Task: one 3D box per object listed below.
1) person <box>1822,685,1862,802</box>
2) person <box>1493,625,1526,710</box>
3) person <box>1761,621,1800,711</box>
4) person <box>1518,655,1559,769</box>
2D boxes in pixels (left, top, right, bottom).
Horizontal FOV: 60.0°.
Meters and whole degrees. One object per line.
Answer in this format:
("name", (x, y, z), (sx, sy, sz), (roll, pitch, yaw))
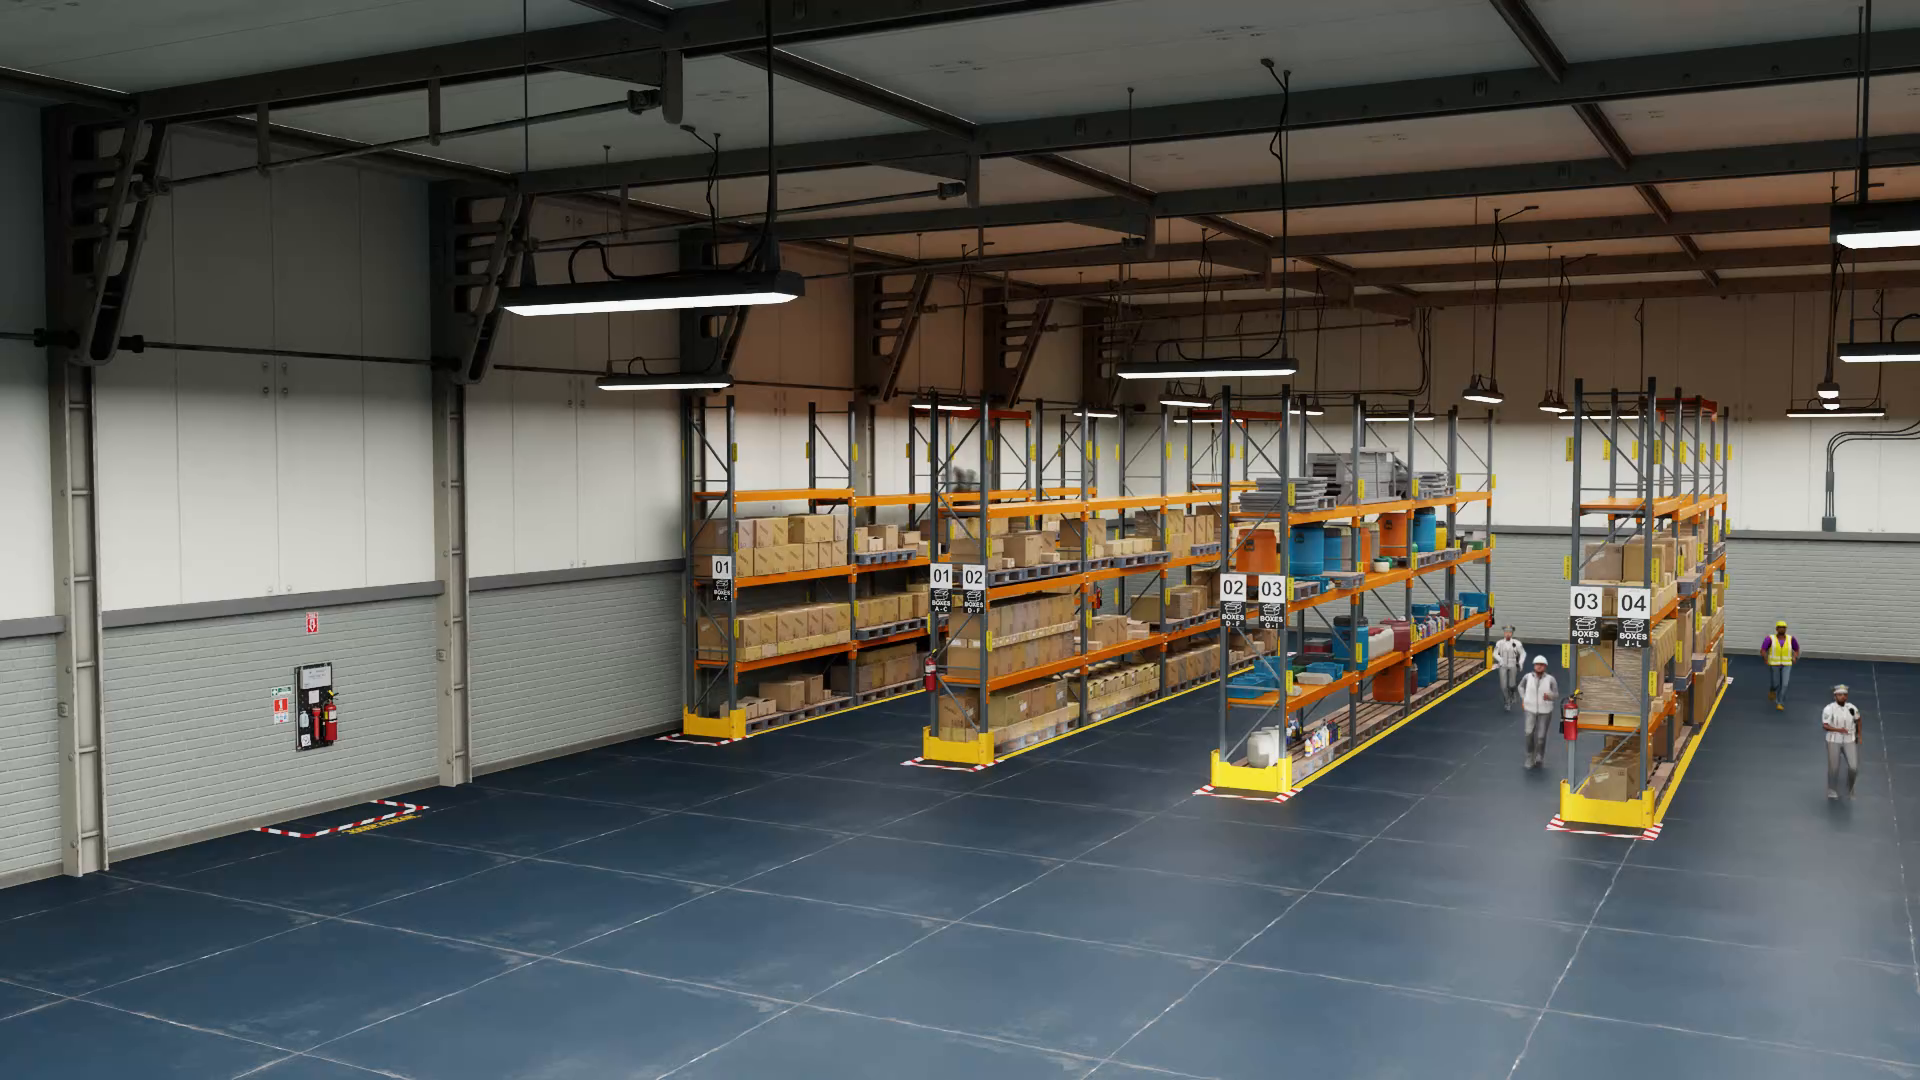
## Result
("person", (12.640, 2.911, 23.787), (0.566, 1.681, 0.665), (1, 3, 15))
("person", (10.660, 2.477, 32.322), (0.607, 1.659, 0.541), (1, 3, 24))
("person", (16.000, 2.436, 32.425), (0.699, 1.724, 0.701), (1, 3, 18))
("person", (9.176, 2.738, 26.400), (0.635, 1.813, 0.751), (1, 3, 20))
